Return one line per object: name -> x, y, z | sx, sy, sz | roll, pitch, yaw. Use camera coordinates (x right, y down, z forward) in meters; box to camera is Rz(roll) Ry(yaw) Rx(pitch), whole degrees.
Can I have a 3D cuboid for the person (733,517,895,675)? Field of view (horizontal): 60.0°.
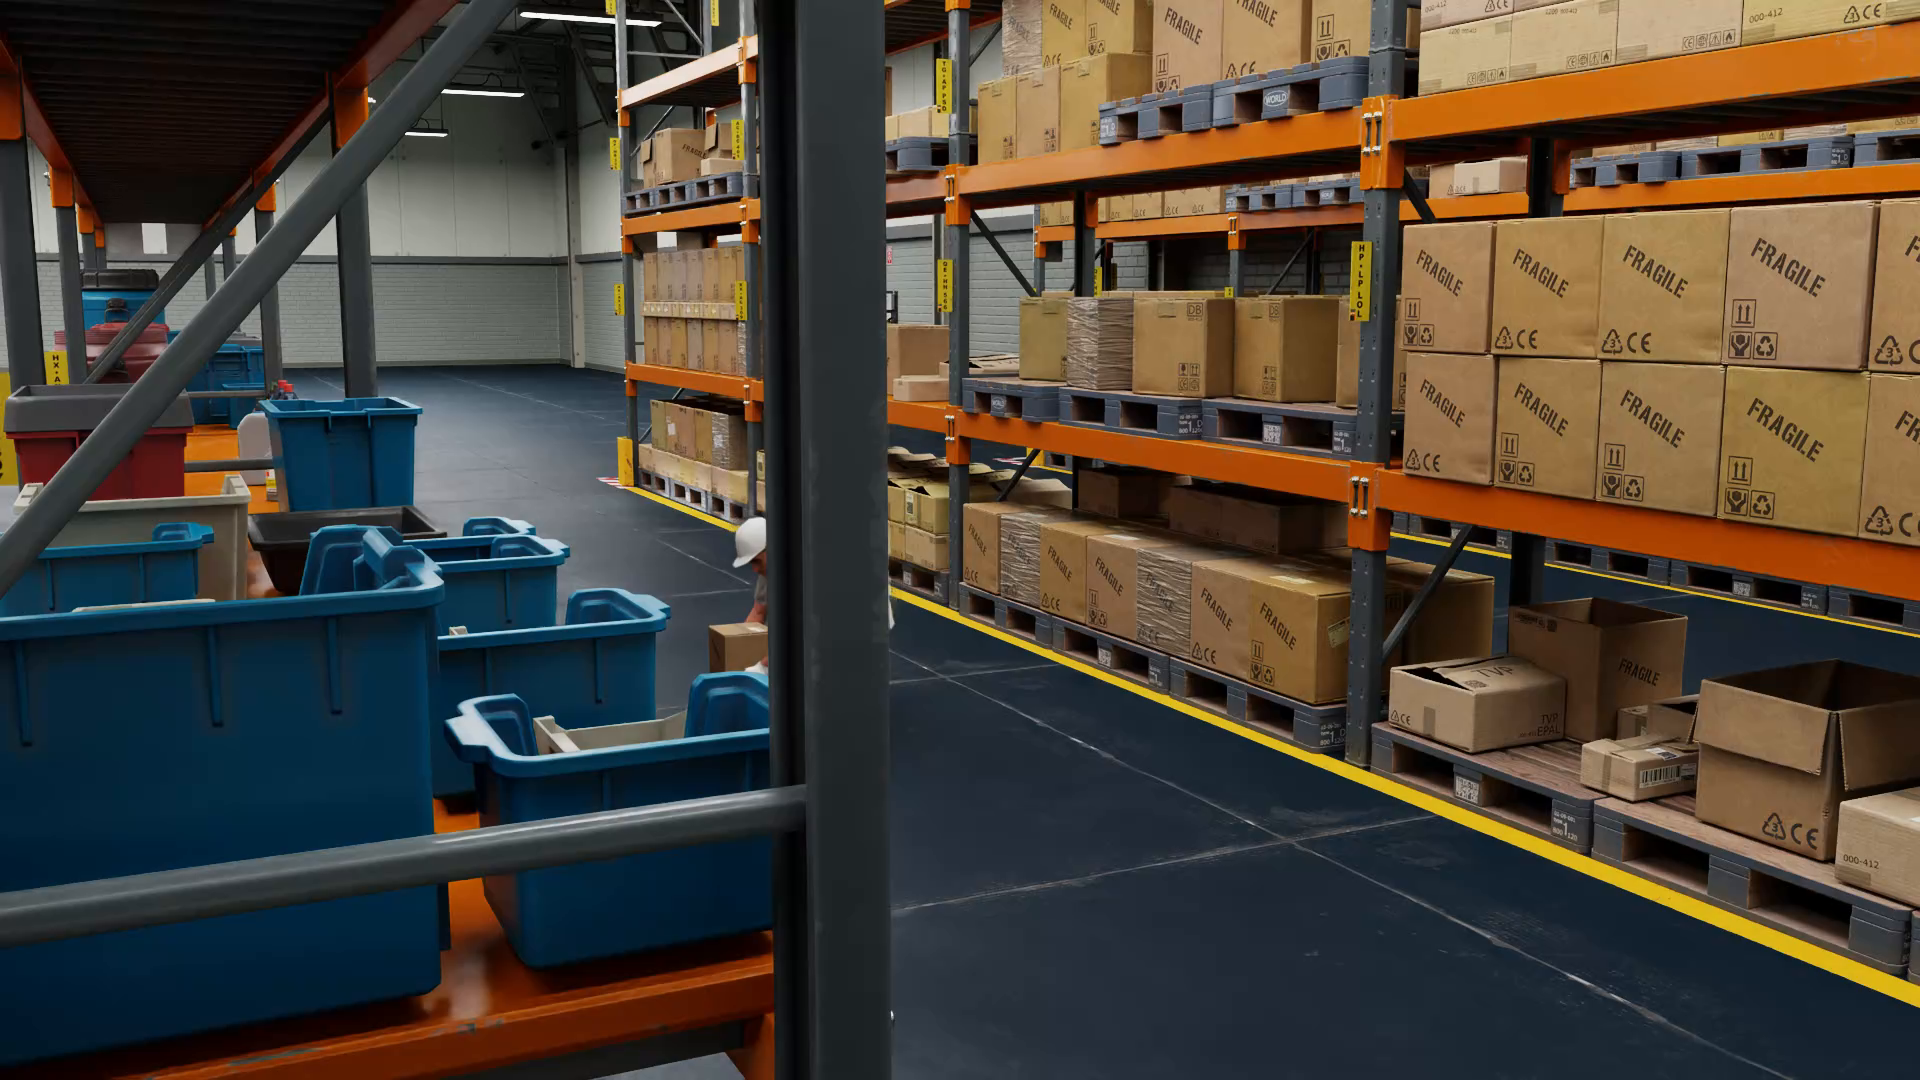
person -> -0.740, 0.362, 8.056 | 0.865, 0.993, 0.562 | -4, 9, -26
